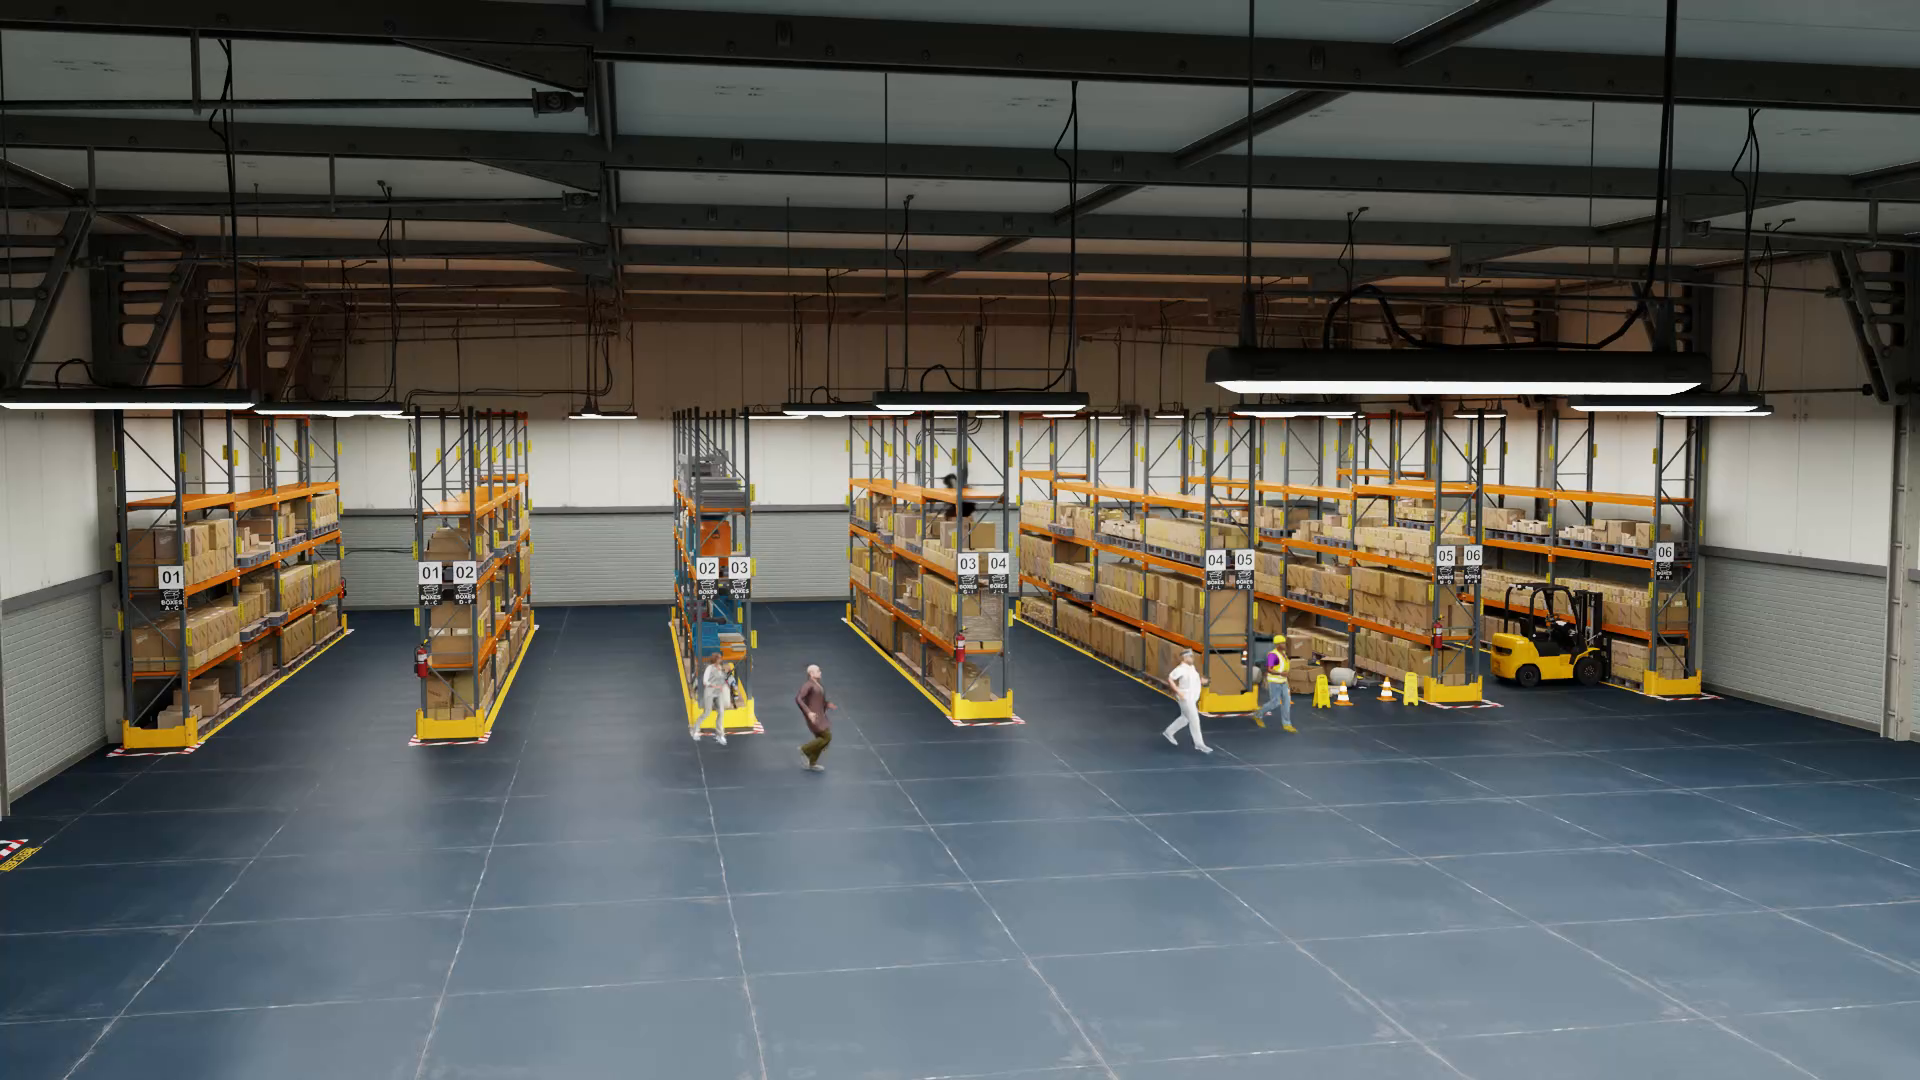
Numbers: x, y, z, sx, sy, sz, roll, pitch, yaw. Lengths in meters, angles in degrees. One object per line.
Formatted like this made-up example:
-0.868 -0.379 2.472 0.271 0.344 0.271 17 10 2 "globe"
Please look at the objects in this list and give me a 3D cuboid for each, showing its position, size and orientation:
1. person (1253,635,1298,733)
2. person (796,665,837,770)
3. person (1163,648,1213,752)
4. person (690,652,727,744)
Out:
5.866 2.647 30.793 0.866 1.781 0.724 3 5 36 "person"
-2.334 2.918 27.259 0.627 1.738 0.702 1 4 11 "person"
3.969 2.758 28.920 0.963 1.775 0.661 2 5 28 "person"
-4.410 2.816 29.745 0.711 1.639 0.592 2 5 29 "person"
